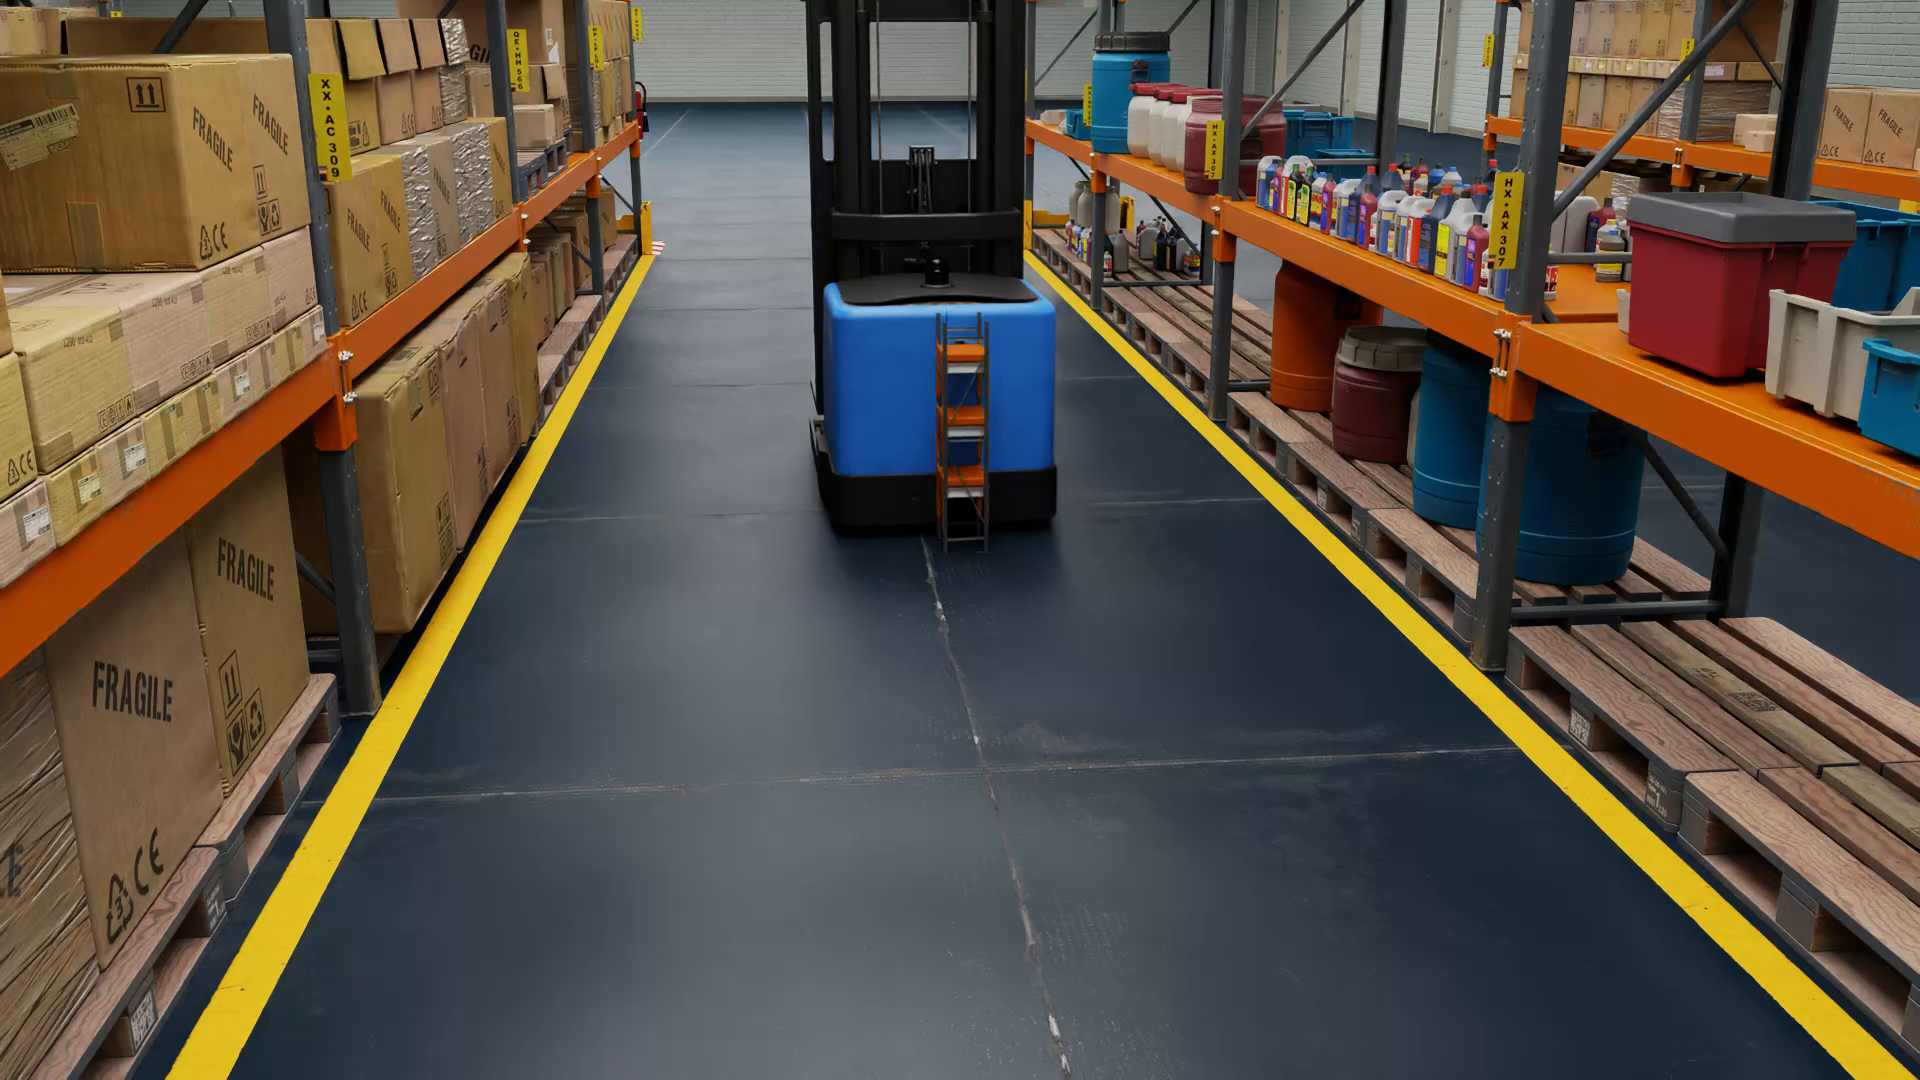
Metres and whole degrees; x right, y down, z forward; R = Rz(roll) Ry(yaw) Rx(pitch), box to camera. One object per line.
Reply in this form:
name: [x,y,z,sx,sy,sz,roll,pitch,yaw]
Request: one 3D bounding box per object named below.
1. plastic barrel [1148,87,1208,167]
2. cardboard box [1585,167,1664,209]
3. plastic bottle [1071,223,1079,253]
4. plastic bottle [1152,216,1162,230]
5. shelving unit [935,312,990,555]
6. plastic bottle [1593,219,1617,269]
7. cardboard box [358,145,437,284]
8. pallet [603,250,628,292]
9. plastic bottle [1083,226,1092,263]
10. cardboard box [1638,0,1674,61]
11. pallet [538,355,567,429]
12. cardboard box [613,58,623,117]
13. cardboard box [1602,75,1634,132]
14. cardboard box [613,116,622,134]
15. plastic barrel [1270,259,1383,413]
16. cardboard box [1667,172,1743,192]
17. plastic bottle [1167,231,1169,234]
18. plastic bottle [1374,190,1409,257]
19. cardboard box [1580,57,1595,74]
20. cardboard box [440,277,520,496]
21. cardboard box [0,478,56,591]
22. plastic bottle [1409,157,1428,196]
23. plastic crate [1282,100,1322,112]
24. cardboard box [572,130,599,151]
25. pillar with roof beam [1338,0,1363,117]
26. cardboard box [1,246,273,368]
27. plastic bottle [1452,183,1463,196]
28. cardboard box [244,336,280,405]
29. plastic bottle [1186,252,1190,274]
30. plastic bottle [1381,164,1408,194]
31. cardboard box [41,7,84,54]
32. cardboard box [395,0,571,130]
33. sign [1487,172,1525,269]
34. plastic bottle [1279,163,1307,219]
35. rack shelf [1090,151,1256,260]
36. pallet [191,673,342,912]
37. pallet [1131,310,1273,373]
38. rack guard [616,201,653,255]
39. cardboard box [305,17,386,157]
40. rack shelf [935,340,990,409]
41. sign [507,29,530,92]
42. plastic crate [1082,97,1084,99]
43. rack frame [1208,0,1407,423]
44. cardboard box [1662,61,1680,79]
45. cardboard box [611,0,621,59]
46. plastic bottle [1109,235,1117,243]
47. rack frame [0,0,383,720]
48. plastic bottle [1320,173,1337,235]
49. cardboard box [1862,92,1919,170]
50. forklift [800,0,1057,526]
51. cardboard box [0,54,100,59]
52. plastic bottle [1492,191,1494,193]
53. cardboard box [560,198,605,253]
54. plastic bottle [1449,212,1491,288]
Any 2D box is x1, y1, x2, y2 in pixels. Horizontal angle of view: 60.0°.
plastic barrel: [1.540,-2.911,11.713,0.433,0.535,0.433,0,17,0]
cardboard box: [6.150,-3.184,15.448,0.500,0.500,0.500,-2,18,-6]
plastic bottle: [1.083,-2.804,15.422,0.097,0.271,0.097,0,17,0]
plastic bottle: [1.831,-2.794,15.256,0.144,0.351,0.185,-1,17,-3]
shelving unit: [0.010,-0.473,7.432,0.215,1.050,0.252,-2,18,-7]
plastic bottle: [2.697,-1.230,6.919,0.097,0.201,0.097,0,17,0]
cardboard box: [-2.421,-1.311,6.678,0.500,0.500,0.500,-2,18,-7]
pallet: [-3.576,-2.436,15.084,1.003,0.211,1.213,-2,18,-6]
plastic bottle: [1.177,-2.639,14.762,0.144,0.351,0.185,-2,18,-6]
cardboard box: [6.405,-4.457,14.534,0.700,0.500,0.500,-2,18,-6]
pallet: [-3.010,-0.914,10.235,1.003,0.211,1.213,-2,18,-6]
cardboard box: [-3.547,-4.124,15.142,0.875,0.500,0.500,-2,18,-6]
cardboard box: [6.350,-3.994,15.225,0.700,0.500,0.500,-2,17,-5]
cardboard box: [-3.262,-3.753,15.042,0.380,0.149,0.250,-2,18,-6]
plastic barrel: [2.064,-1.184,9.363,0.600,0.830,0.708,-2,18,-6]
cardboard box: [6.715,-3.051,15.024,0.500,0.500,0.500,-2,18,-6]
plastic bottle: [1.841,-2.616,14.824,0.097,0.271,0.097,0,17,0]
plastic bottle: [1.919,-1.389,7.301,0.152,0.276,0.135,-2,18,-6]
cardboard box: [6.082,-4.475,15.675,0.380,0.149,0.250,-2,18,-5]
cardboard box: [-2.796,-0.726,7.828,1.225,0.875,0.875,-2,18,-5]
cardboard box: [-1.949,-0.007,3.111,0.380,0.149,0.250,-2,18,-6]
plastic bottle: [2.486,-1.933,9.020,0.061,0.283,0.133,-2,18,-6]
plastic crate: [2.134,-2.686,11.117,0.402,0.464,0.583,-2,18,-6]
cardboard box: [-3.066,-3.157,13.143,0.380,0.149,0.250,-2,18,-6]
pillar with roof beam: [5.200,-14.552,39.005,9.100,9.000,0.400,-2,18,-6]
cardboard box: [-2.156,-0.612,4.374,0.500,0.250,0.500,-1,17,-4]
plastic bottle: [2.530,-1.714,8.459,0.097,0.201,0.097,0,17,0]
cardboard box: [-2.108,-0.466,4.572,0.380,0.149,0.250,-2,18,-7]
plastic bottle: [1.976,-2.370,14.154,0.097,0.201,0.097,0,17,0]
plastic bottle: [2.012,-1.586,7.803,0.144,0.351,0.185,-2,18,-6]
cardboard box: [-8.551,-4.586,15.223,0.875,0.550,0.550,-2,18,-6]
cardboard box: [-3.400,-3.449,11.951,1.000,1.000,1.000,-2,18,-5]
sign: [1.861,-1.088,5.673,0.100,0.325,0.005,-2,18,-6]
plastic bottle: [1.767,-1.828,8.700,0.152,0.276,0.135,-2,18,-6]
rack shelf: [1.790,-2.417,11.569,1.077,0.370,4.000,-2,18,-6]
pallet: [-2.517,0.740,4.968,1.003,0.211,1.213,-2,18,-6]
pallet: [1.832,-1.429,11.875,1.003,0.211,1.213,-2,18,-6]
rack guard: [-3.748,-3.180,16.970,1.175,0.500,0.348,-2,18,-6]
cardboard box: [-2.651,-1.741,6.372,0.797,0.503,0.637,-2,17,-5]
rack shelf: [0.010,-0.734,7.350,0.215,0.259,0.240,-2,18,-7]
sign: [-2.379,-2.582,8.960,0.100,0.325,0.005,-2,18,-6]
plastic crate: [1.520,-4.337,16.732,0.499,0.251,0.616,-2,18,-6]
rack frame: [1.996,-2.164,9.563,1.000,3.000,0.127,-2,18,-6]
cardboard box: [6.246,-4.013,14.203,0.380,0.149,0.250,-2,18,-7]
cardboard box: [-3.347,-4.607,15.012,0.500,0.500,0.500,-2,18,-6]
plastic bottle: [1.355,-2.519,14.505,0.152,0.276,0.135,-2,18,-6]
rack frame: [-2.518,-0.820,5.280,1.000,3.000,0.127,-2,18,-6]
plastic bottle: [1.793,-1.624,8.037,0.061,0.283,0.133,-2,18,-6]
cardboard box: [6.734,-2.863,11.623,0.500,0.500,0.500,-3,18,-9]
forklift: [-0.249,-1.858,8.700,1.130,2.935,3.031,-2,18,-7]
cardboard box: [-2.723,-1.097,4.666,0.500,0.500,0.500,-2,18,-6]
plastic bottle: [2.552,-1.564,7.846,0.061,0.283,0.133,-2,18,-6]
cardboard box: [-3.566,-2.852,15.225,0.500,0.500,0.500,0,17,0]
plastic bottle: [2.009,-1.130,6.475,0.152,0.276,0.135,-2,18,-6]
